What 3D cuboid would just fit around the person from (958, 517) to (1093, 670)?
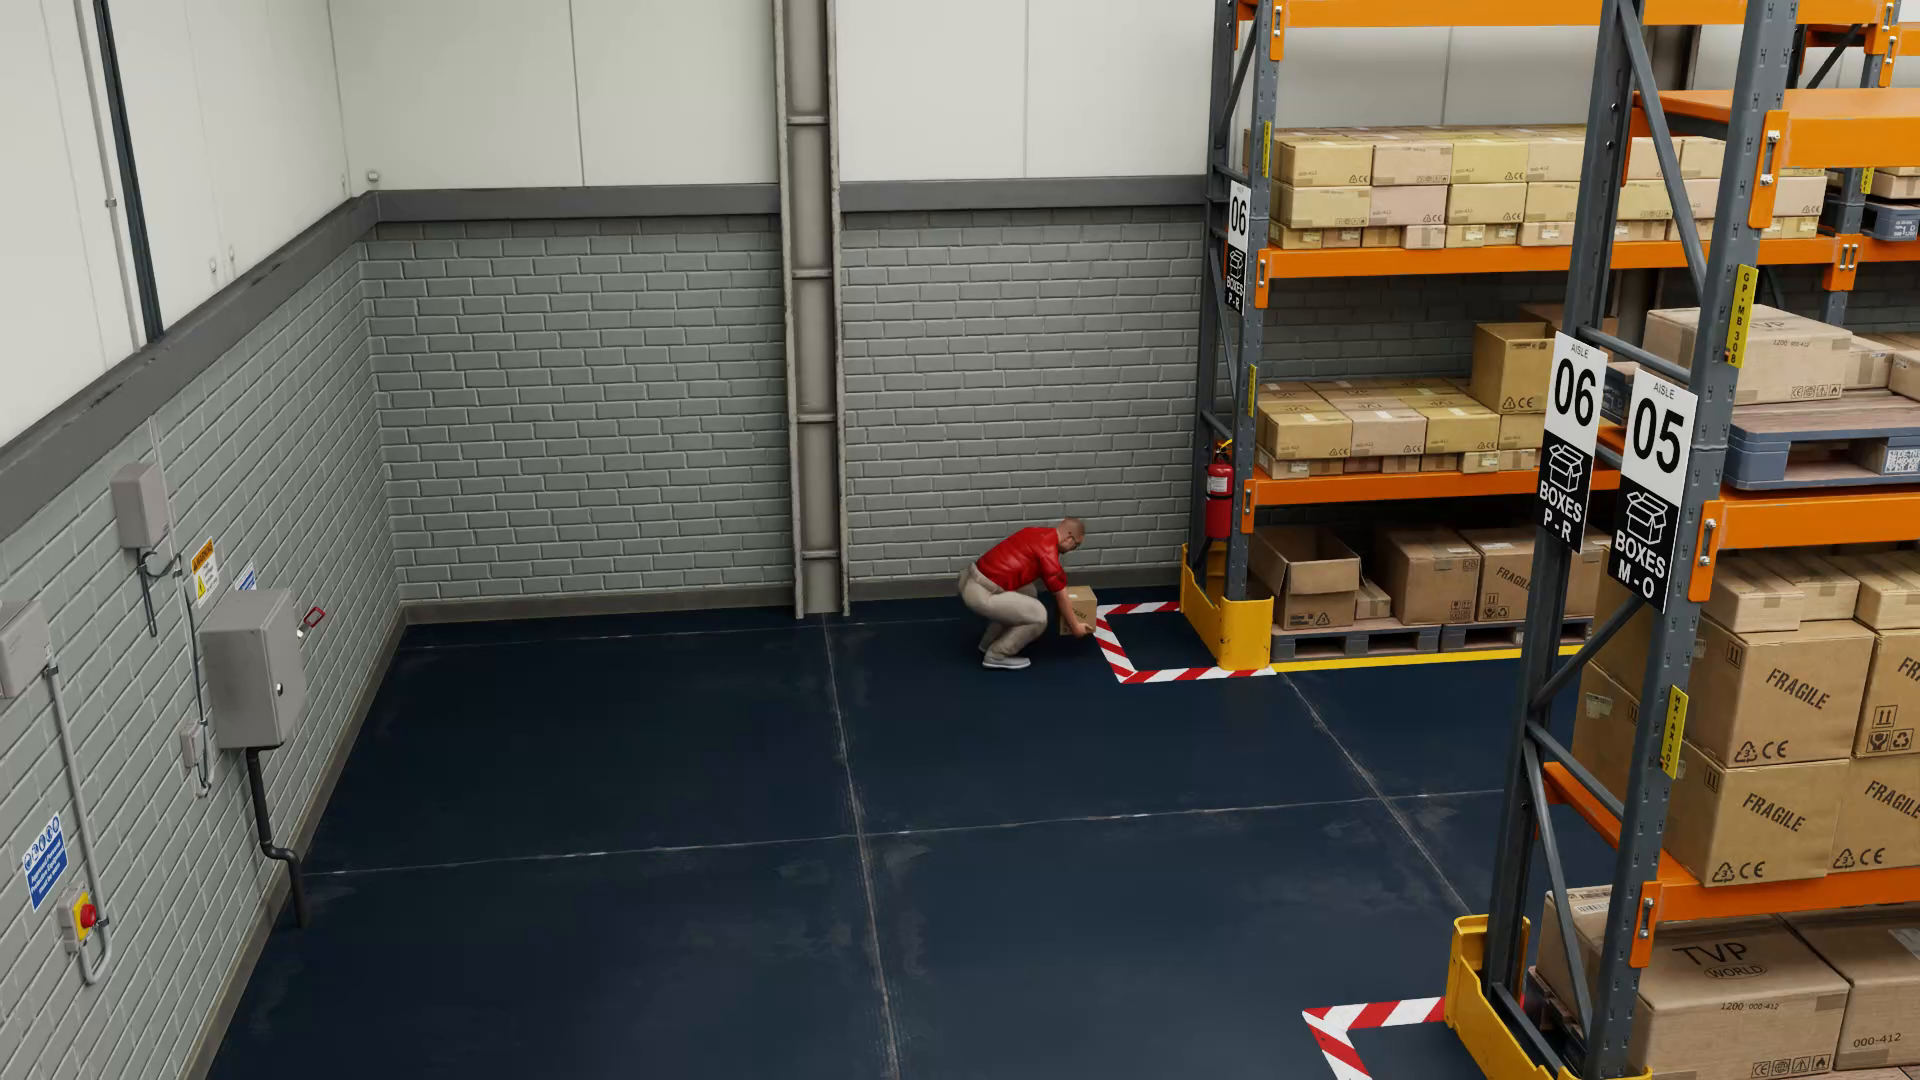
[{"bbox_3d":[0.440,0.347,11.256,0.904,0.980,0.530,-3,20,-9],"label":"person"}]
